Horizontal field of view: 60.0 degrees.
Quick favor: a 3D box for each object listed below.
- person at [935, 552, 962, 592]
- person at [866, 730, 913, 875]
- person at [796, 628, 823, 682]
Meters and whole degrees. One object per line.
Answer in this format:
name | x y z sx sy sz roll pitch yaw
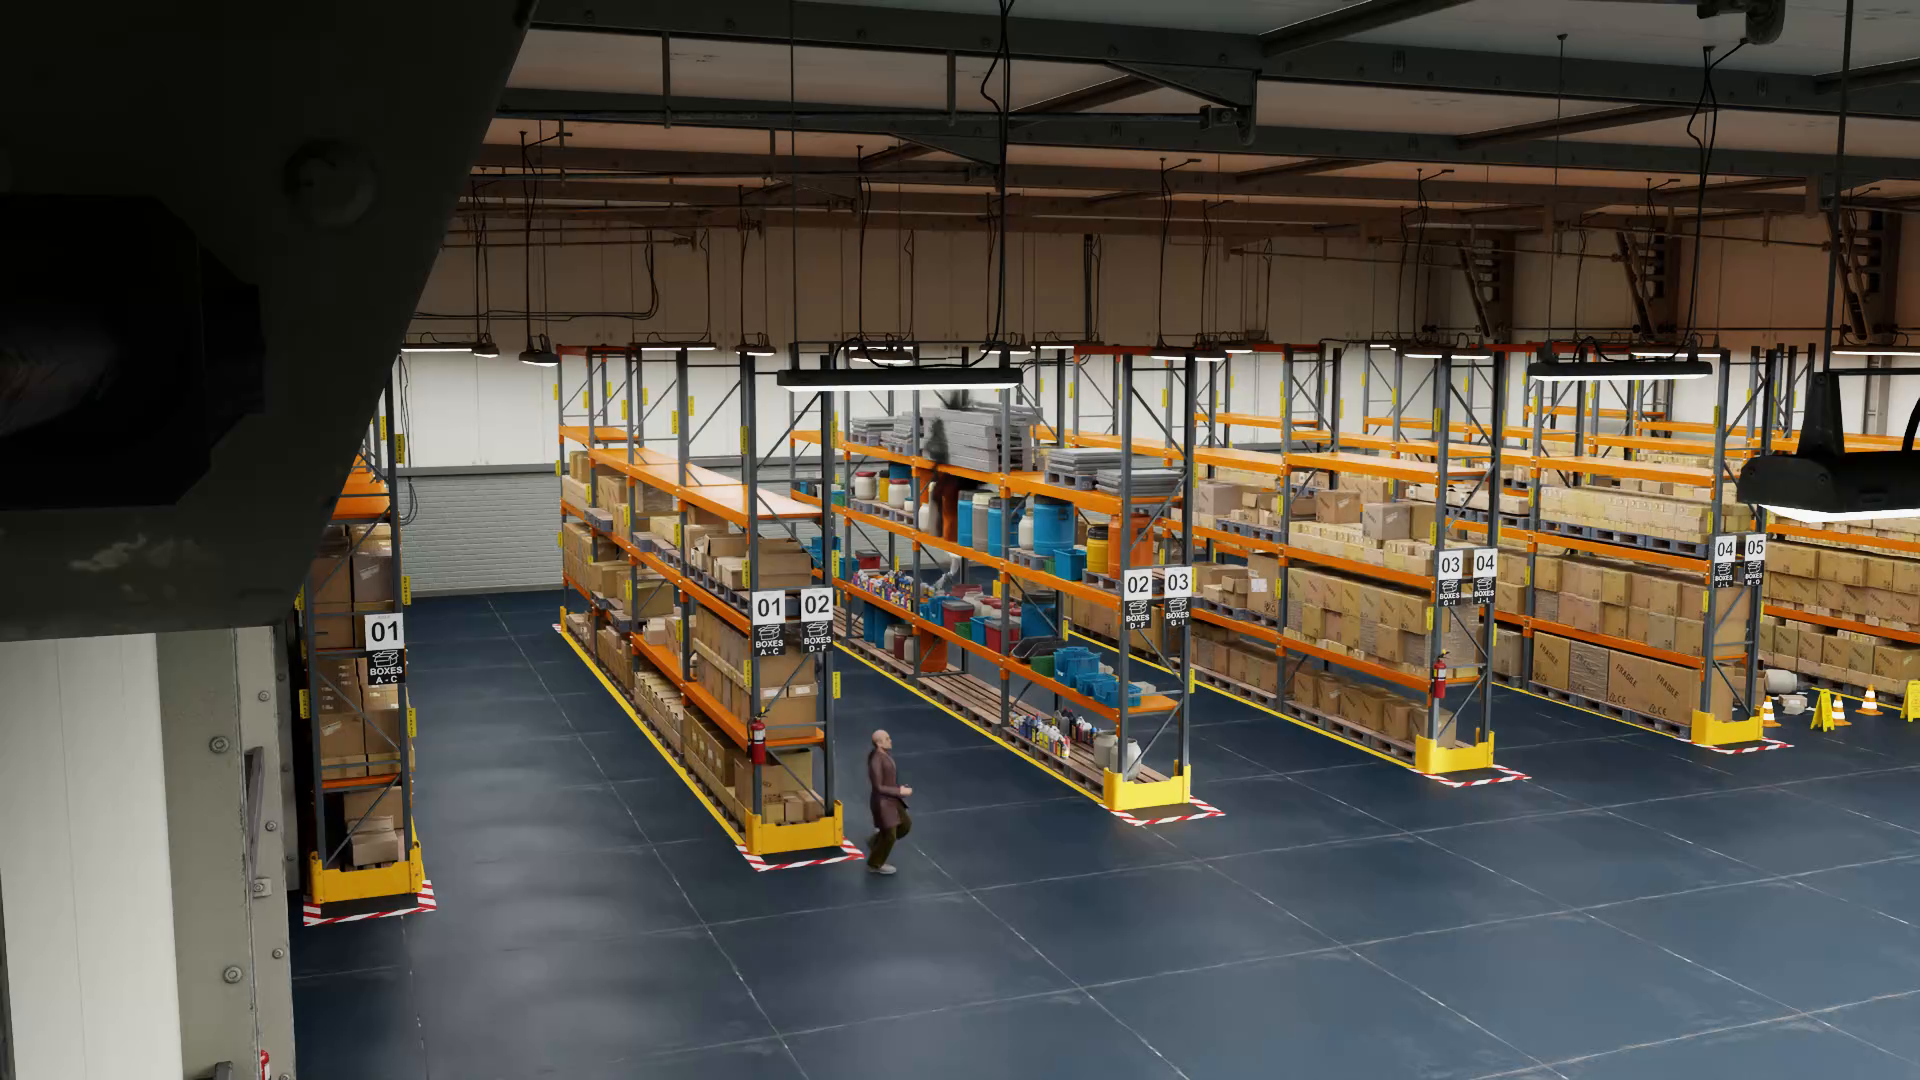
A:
person | -0.113 0.425 39.600 0.985 1.784 0.711 0 7 -2
person | -0.841 3.039 19.249 0.608 1.729 0.698 1 7 9
person | -2.453 1.699 27.888 0.569 1.656 0.554 -4 8 -27
